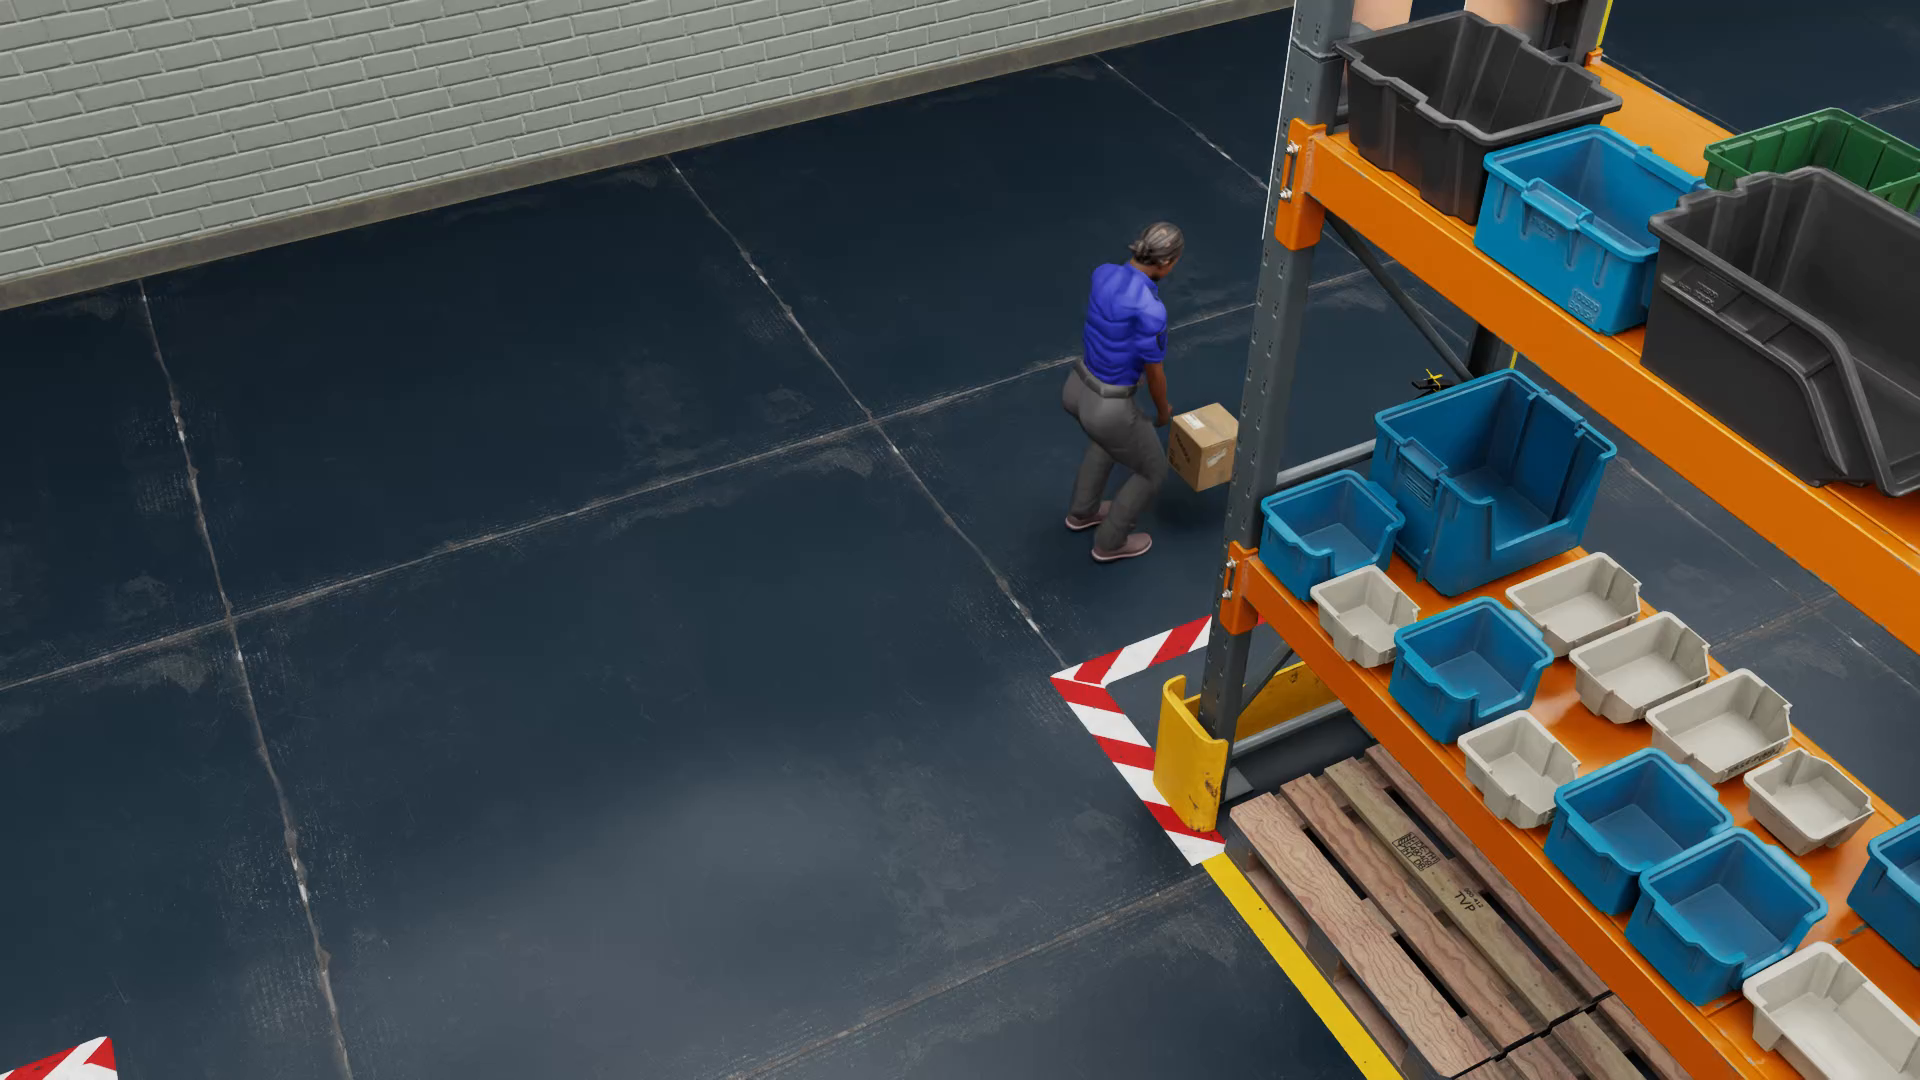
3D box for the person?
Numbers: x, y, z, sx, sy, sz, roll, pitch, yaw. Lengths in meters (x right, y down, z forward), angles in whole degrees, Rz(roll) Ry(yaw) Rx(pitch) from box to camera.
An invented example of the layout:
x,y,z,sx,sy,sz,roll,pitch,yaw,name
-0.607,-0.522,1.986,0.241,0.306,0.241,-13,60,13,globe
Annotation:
x,y,z,sx,sy,sz,roll,pitch,yaw,name
0.663,-0.613,6.965,0.492,1.526,0.480,-18,45,-19,person
